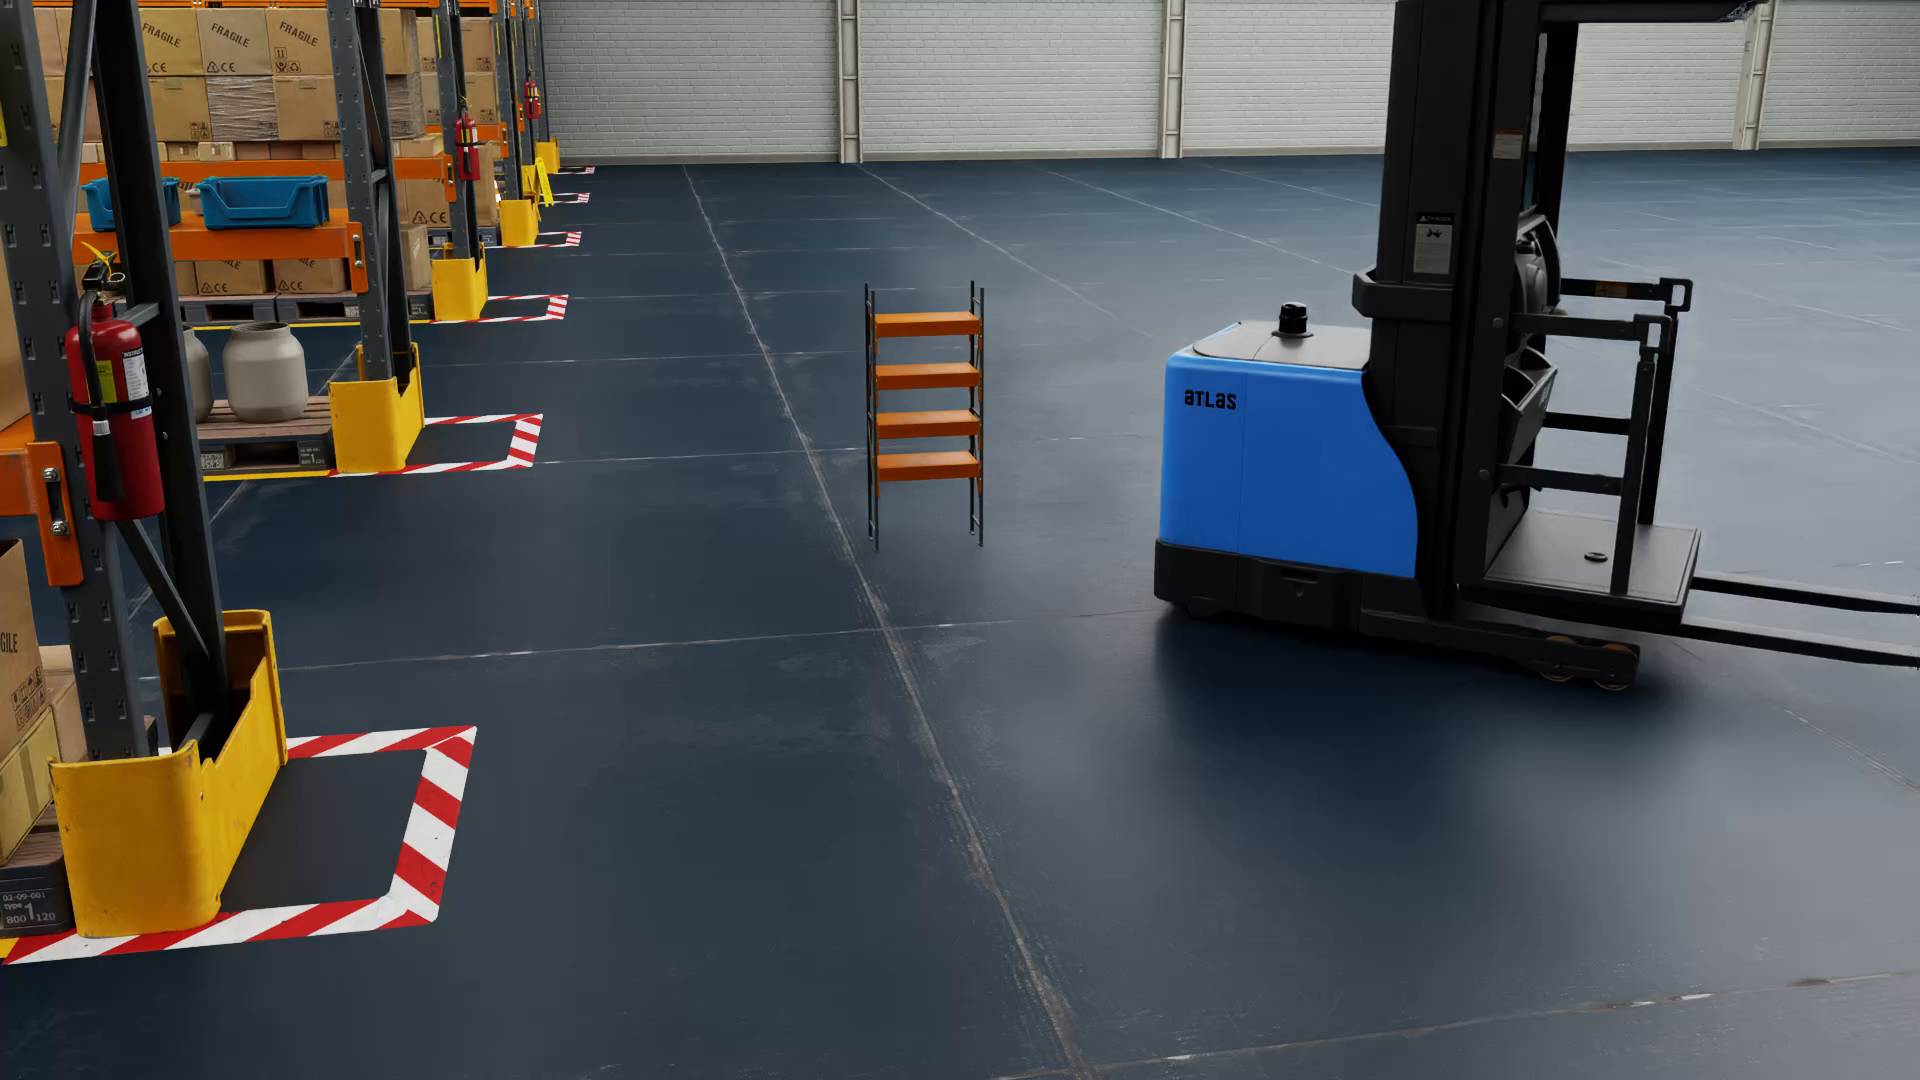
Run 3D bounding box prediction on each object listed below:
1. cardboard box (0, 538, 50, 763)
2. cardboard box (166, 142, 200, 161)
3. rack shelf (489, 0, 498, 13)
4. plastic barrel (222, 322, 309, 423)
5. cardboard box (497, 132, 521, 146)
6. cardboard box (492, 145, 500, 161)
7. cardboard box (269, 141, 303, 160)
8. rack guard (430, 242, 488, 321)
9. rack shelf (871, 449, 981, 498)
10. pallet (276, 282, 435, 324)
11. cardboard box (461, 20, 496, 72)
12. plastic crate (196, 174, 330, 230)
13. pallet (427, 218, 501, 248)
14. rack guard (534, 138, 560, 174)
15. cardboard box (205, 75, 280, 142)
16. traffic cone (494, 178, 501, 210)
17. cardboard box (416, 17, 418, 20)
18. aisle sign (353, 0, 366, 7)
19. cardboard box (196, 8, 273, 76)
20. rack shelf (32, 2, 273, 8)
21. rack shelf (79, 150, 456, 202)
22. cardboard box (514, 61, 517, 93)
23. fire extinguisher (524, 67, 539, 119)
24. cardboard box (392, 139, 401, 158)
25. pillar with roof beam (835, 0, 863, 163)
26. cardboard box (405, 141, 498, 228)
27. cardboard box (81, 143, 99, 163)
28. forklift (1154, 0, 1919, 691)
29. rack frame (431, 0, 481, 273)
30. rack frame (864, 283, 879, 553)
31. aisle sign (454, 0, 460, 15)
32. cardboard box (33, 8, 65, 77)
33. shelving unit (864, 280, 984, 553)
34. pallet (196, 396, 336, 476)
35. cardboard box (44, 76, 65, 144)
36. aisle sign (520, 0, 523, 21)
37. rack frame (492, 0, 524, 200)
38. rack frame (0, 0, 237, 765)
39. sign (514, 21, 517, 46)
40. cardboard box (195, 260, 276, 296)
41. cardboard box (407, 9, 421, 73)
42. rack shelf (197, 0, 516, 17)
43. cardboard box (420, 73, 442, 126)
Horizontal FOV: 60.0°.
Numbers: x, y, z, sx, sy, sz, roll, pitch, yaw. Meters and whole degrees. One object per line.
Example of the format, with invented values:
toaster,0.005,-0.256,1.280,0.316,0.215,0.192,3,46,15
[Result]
cardboard box,-2.776,0.316,4.365,0.500,0.500,0.500,-3,17,-10
cardboard box,-6.134,-3.108,13.249,0.250,0.149,0.380,-3,17,-10
rack shelf,-6.987,-5.825,17.784,4.000,0.370,1.077,-3,17,-10
plastic barrel,-3.874,-0.936,9.272,0.421,0.512,0.421,0,17,0
cardboard box,-7.425,-6.707,27.654,0.500,0.250,0.500,-3,17,-11
cardboard box,-7.898,-6.443,27.646,0.500,0.250,0.500,-3,17,-10
cardboard box,-5.405,-3.161,13.424,0.250,0.149,0.380,-3,17,-10
rack guard,-4.256,-2.212,14.161,0.348,0.500,1.175,-3,17,-10
rack shelf,-0.163,-0.310,7.684,0.480,0.148,0.258,-3,17,-10
pallet,-5.060,-2.039,14.090,1.213,0.211,1.003,-3,17,-10
cardboard box,-5.395,-5.425,18.270,0.550,0.550,0.875,-3,17,-10
plastic crate,-3.677,-1.798,8.810,0.616,0.251,0.499,-3,17,-10
pallet,-5.793,-3.446,18.673,1.213,0.211,1.003,-3,17,-10
rack guard,-6.983,-6.505,28.139,0.348,0.500,1.175,-3,17,-10
cardboard box,-5.694,-3.500,13.422,0.500,0.500,0.875,-3,17,-10
traffic cone,-6.239,-4.659,22.193,0.334,0.463,0.336,-3,17,-10
cardboard box,-7.501,-6.760,22.333,0.500,0.500,0.700,-3,17,-11
aisle sign,-3.115,-3.144,8.512,0.004,0.787,0.394,-3,17,-10
cardboard box,-5.656,-3.920,13.087,0.500,0.500,0.500,-3,17,-10
rack shelf,-12.898,-8.454,26.344,4.000,0.370,1.077,-3,17,-10
rack shelf,-6.145,-2.956,13.551,4.000,0.370,1.077,-3,17,-10
cardboard box,-7.440,-7.643,27.417,0.500,0.500,0.500,-4,17,-12
fire extinguisher,-5.862,-6.104,22.709,0.183,0.674,0.296,-3,17,-10
cardboard box,-4.668,-3.202,13.555,0.250,0.149,0.380,-3,17,-10
pillar with roof beam,-1.154,-9.880,24.654,0.400,9.000,9.100,-3,17,-10
cardboard box,-5.676,-3.975,18.547,0.875,0.875,0.875,-3,17,-10
cardboard box,-6.856,-3.044,13.042,0.250,0.149,0.380,-3,17,-10
forklift,2.349,-1.032,6.181,3.031,2.935,1.130,8,19,25
rack frame,-4.181,-3.411,13.808,0.127,3.000,1.000,-3,17,-10
rack frame,-0.402,-0.551,7.561,0.015,1.200,0.240,-3,17,-10
aisle sign,-4.178,-4.744,13.719,0.004,0.787,0.394,-3,17,-10
cardboard box,-7.128,-3.836,12.813,0.500,0.500,0.500,-3,17,-10
shelving unit,-0.163,-0.564,7.606,0.503,1.200,0.258,-3,17,-10
pallet,-4.106,-0.589,9.369,1.213,0.211,1.003,-3,17,-10
cardboard box,-7.158,-3.403,13.105,0.500,0.500,0.875,-3,17,-10
aisle sign,-5.946,-7.430,22.467,0.004,0.787,0.394,-3,17,-10
rack frame,-5.023,-4.846,18.482,0.127,3.000,1.000,-3,17,-10
rack frame,-2.306,-0.555,4.510,0.127,3.000,1.000,-3,17,-10
sign,-5.976,-6.811,22.368,0.005,0.325,0.100,-3,17,-10
cardboard box,-5.996,-2.314,13.780,0.500,0.500,0.500,-2,17,-5
cardboard box,-4.773,-4.127,13.759,0.500,0.500,0.500,-3,17,-10
rack shelf,-8.025,-7.246,22.412,4.000,0.370,1.077,-3,17,-10
cardboard box,-5.915,-4.847,18.230,0.550,0.550,0.875,-3,17,-10
